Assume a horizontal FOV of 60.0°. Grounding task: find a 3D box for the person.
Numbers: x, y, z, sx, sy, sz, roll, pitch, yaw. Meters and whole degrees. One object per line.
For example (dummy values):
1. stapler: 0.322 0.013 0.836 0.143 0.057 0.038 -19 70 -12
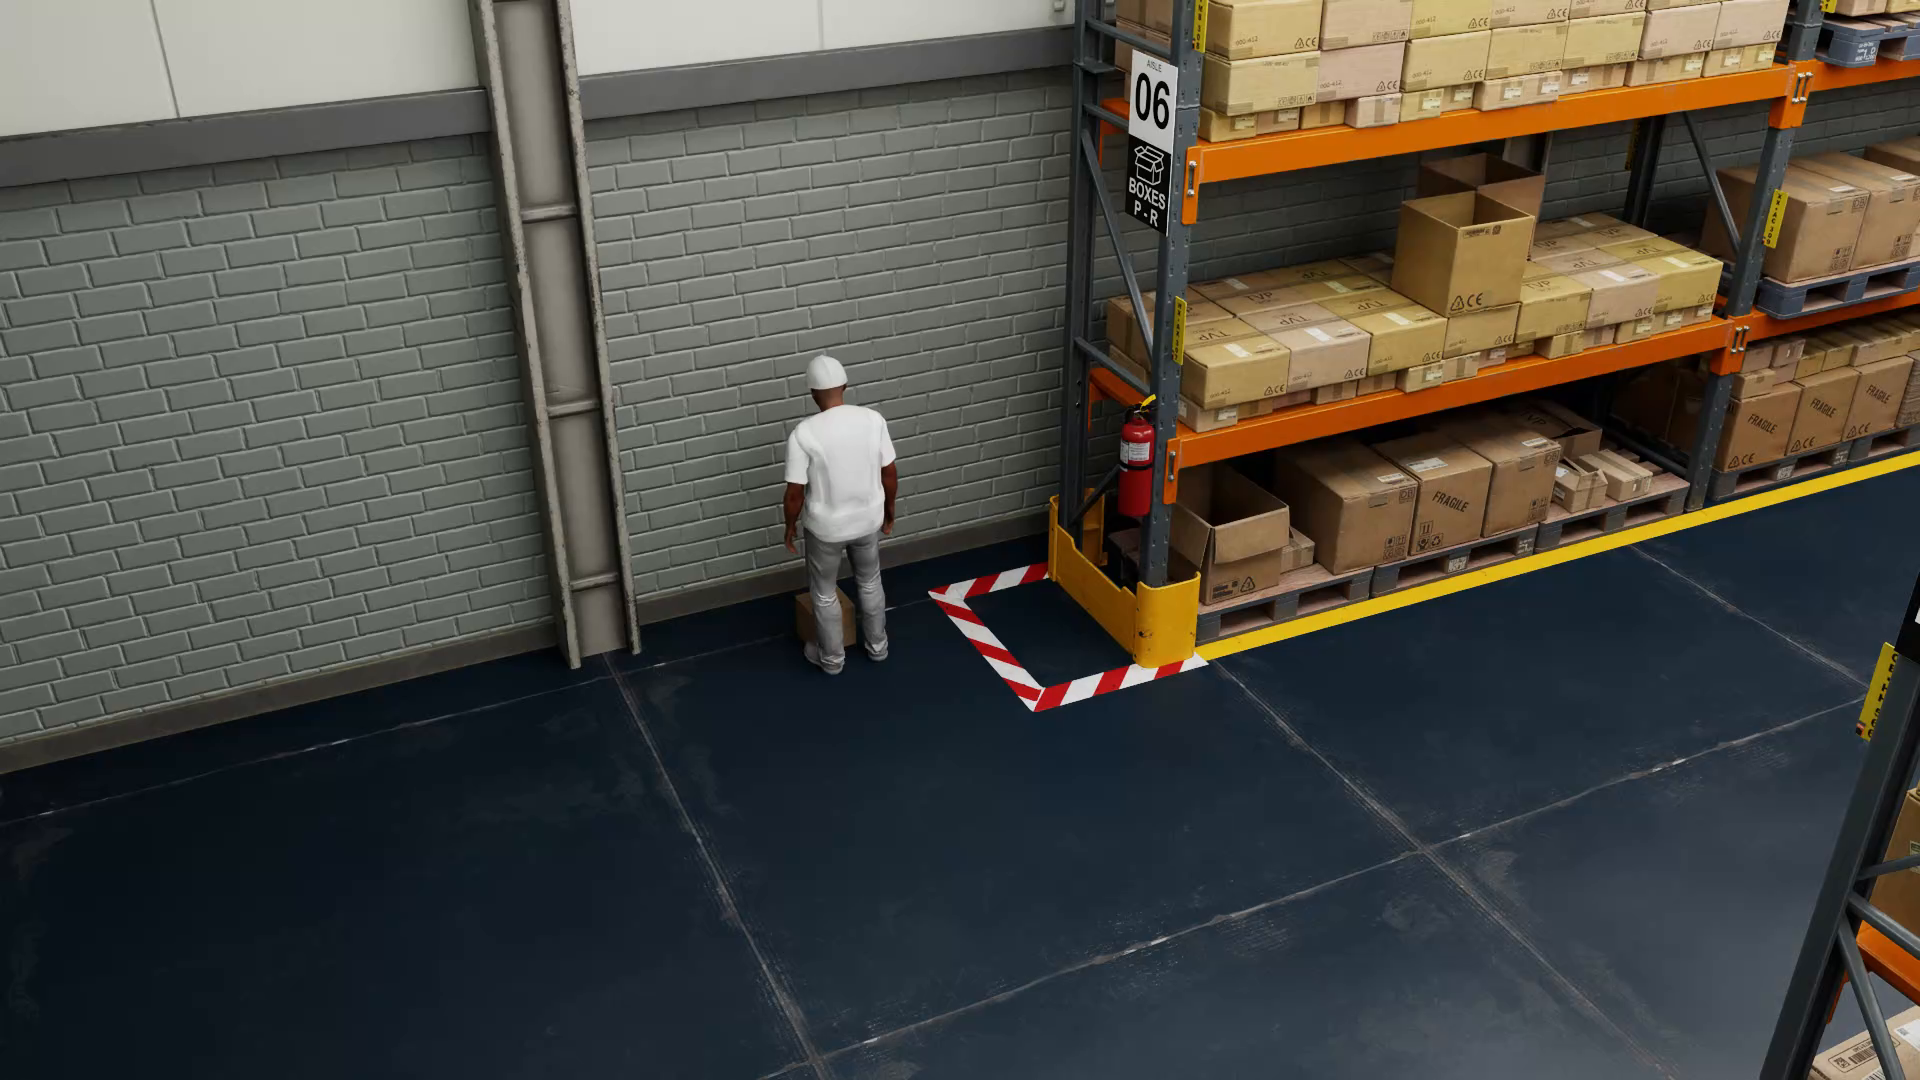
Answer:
1. person: -0.624 -0.121 8.651 0.627 1.760 0.460 -13 32 -22
